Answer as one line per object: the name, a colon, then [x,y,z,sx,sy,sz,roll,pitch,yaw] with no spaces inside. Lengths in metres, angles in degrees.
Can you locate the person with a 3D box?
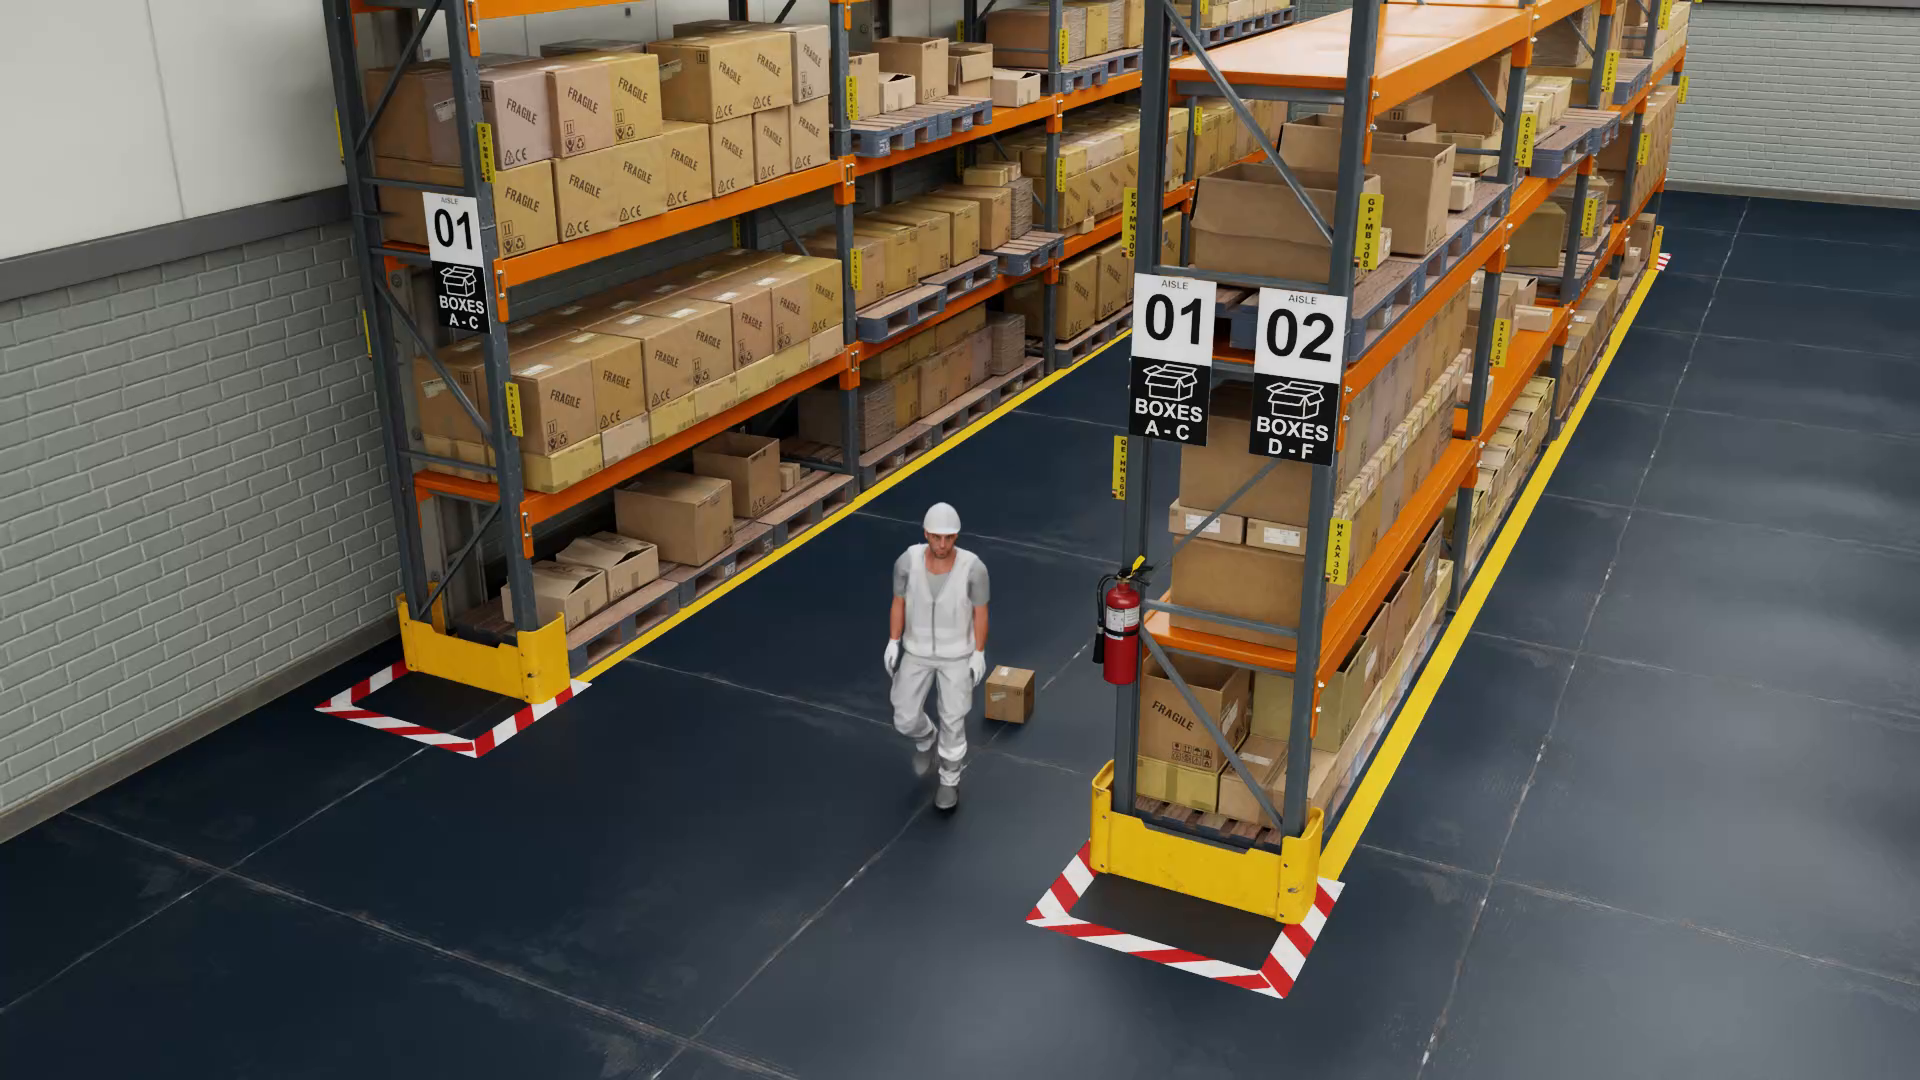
person: [-0.125,0.605,9.189,0.585,1.779,0.502,3,23,8]
